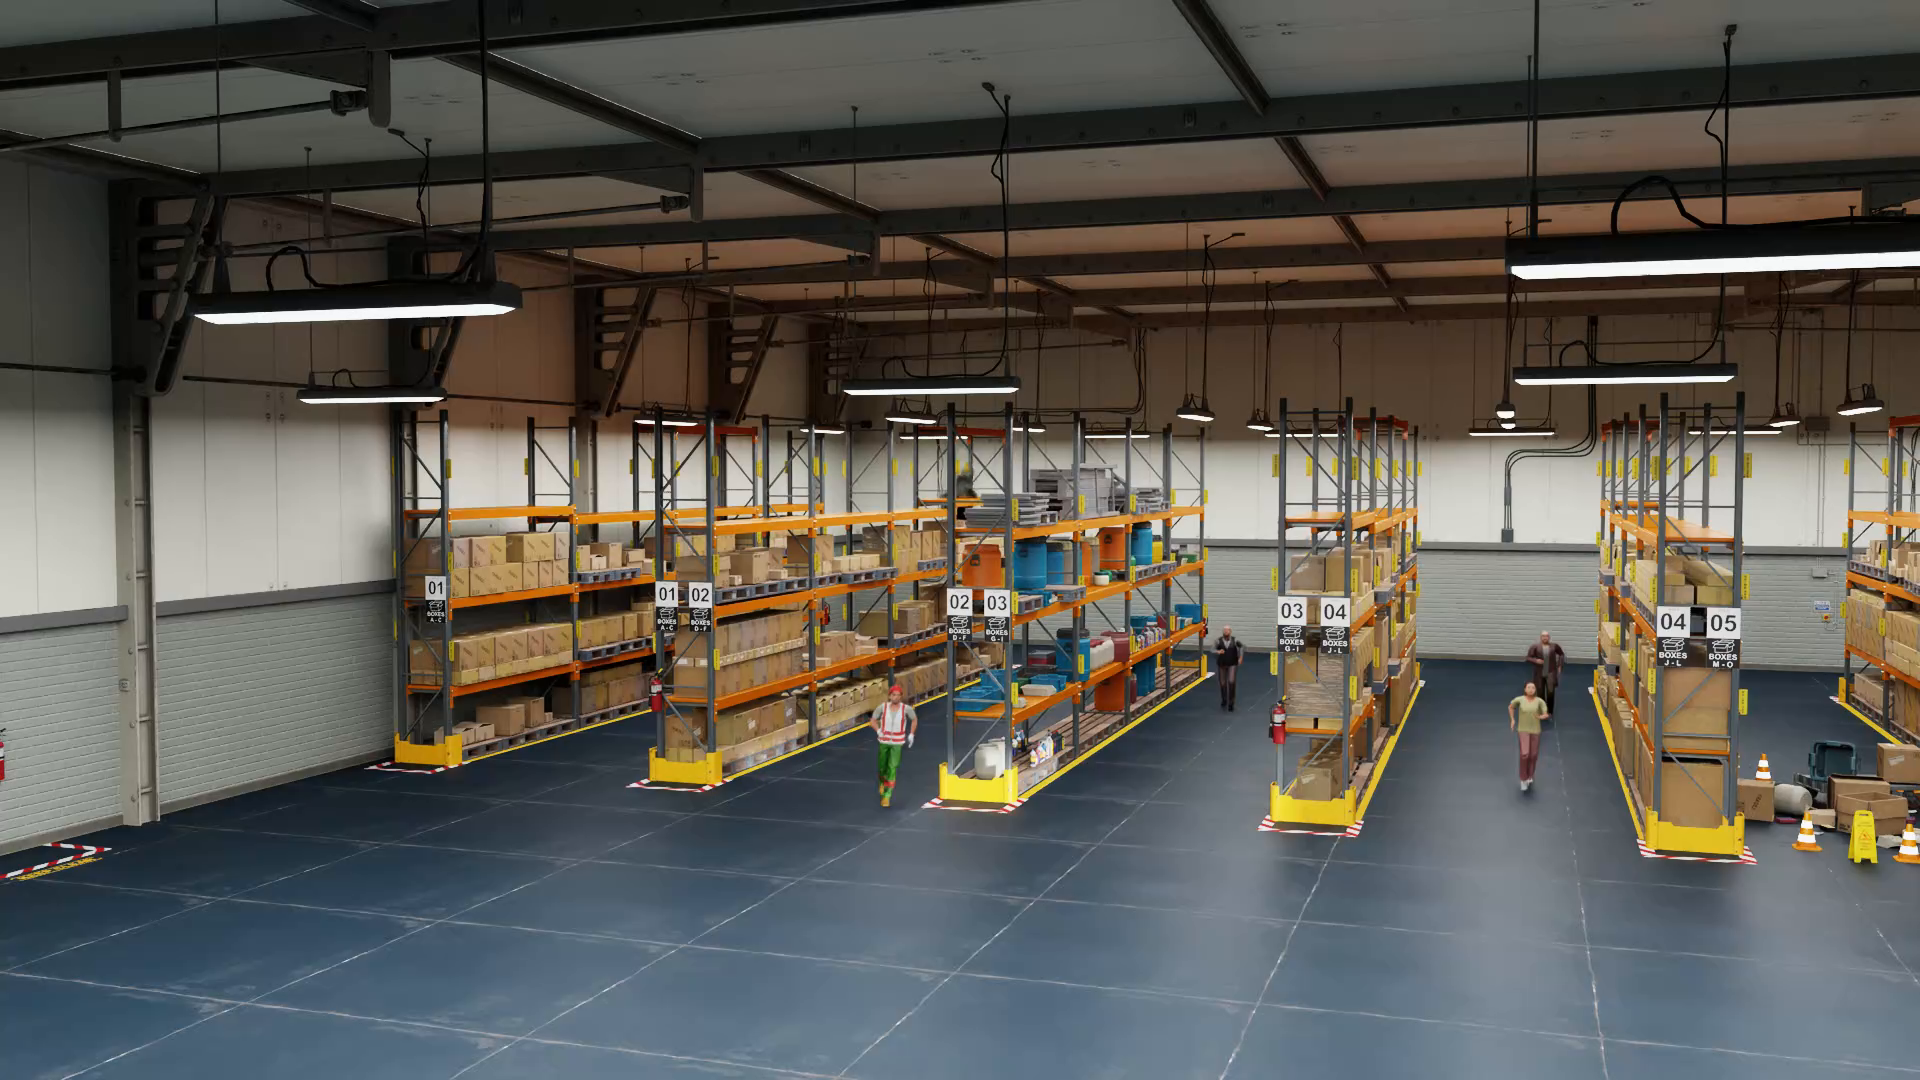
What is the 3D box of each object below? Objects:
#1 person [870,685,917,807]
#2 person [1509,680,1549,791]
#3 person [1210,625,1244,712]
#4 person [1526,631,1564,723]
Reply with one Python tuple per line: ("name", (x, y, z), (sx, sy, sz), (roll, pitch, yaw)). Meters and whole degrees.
("person", (-0.997, 3.049, 24.947), (0.710, 1.763, 0.904), (0, 2, 1))
("person", (8.913, 3.050, 26.047), (0.548, 1.722, 0.728), (0, 2, 8))
("person", (5.539, 2.659, 34.530), (0.671, 1.789, 0.786), (1, 3, 14))
("person", (11.565, 2.712, 32.890), (0.699, 1.840, 0.812), (1, 3, 20))
